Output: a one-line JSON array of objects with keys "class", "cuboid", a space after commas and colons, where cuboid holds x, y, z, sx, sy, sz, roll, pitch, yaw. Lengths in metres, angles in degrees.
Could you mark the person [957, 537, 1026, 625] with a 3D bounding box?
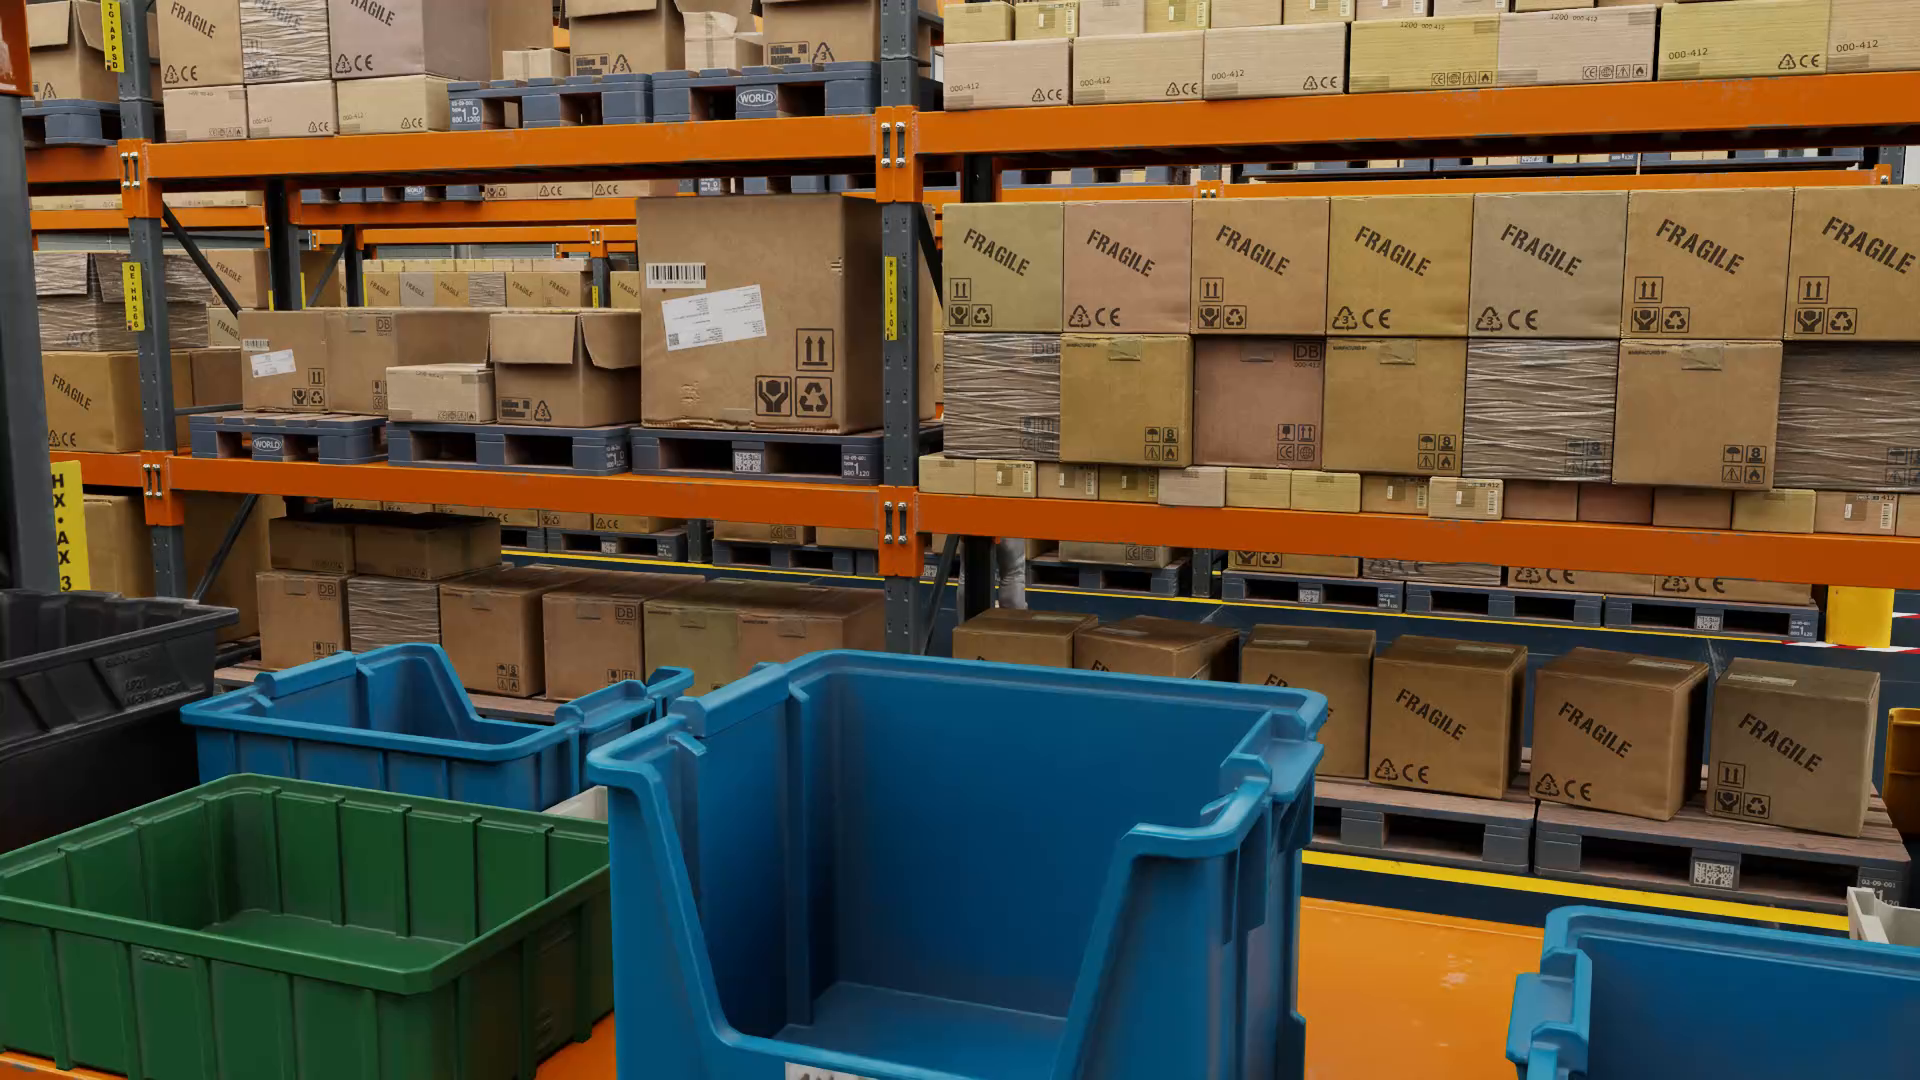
[{"class": "person", "cuboid": [0.176, -0.202, 9.619, 0.632, 1.760, 0.463, 3, 9, 20]}]
